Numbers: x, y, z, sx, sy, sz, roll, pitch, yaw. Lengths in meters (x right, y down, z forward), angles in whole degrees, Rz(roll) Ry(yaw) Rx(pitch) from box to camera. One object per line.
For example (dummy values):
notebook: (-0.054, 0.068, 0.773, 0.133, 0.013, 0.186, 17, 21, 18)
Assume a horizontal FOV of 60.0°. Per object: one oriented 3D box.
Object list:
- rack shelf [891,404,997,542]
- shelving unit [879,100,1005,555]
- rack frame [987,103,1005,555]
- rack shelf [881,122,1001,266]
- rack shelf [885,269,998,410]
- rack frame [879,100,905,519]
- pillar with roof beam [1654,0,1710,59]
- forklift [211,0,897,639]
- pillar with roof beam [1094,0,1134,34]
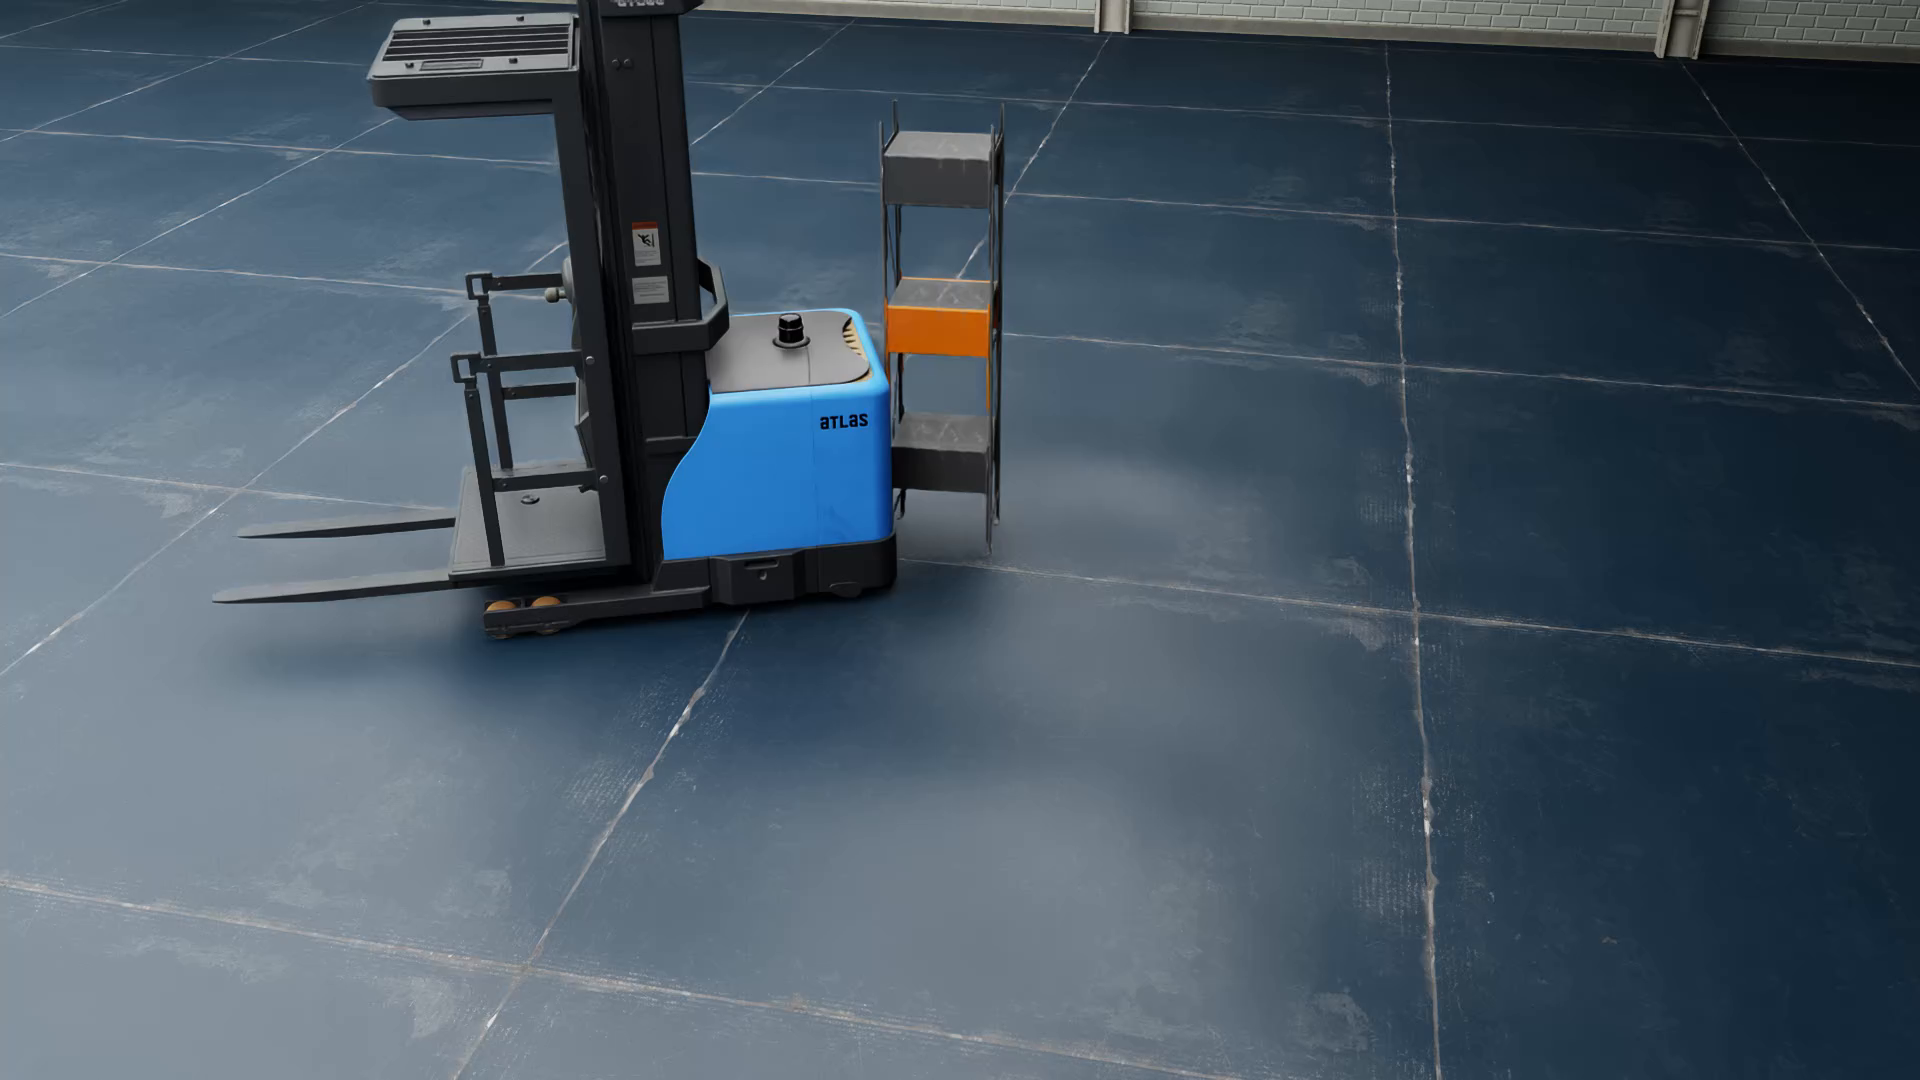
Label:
rack shelf: (-0.075, -0.331, 8.154, 0.480, 0.518, 0.431, 4, 29, 7)
shelving unit: (-0.075, -0.957, 7.812, 0.503, 2.100, 0.431, 4, 29, 7)
rack frame: (0.167, -0.941, 7.783, 0.015, 2.100, 0.400, 4, 29, 7)
rack shelf: (-0.075, -1.559, 7.482, 0.480, 0.518, 0.431, 4, 29, 7)
rack shelf: (-0.075, -0.945, 7.818, 0.480, 0.518, 0.431, 4, 29, 7)
rack frame: (-0.317, -0.973, 7.841, 0.015, 2.100, 0.400, 4, 29, 7)
pillar with roof beam: (6.698, -7.072, 11.798, 0.400, 9.000, 9.100, 6, 29, 11)
forklift: (-1.866, -1.120, 7.244, 3.031, 2.935, 1.130, -5, 29, -10)
pillar with roof beam: (0.830, -7.674, 12.897, 0.400, 9.000, 9.100, 6, 29, 11)
